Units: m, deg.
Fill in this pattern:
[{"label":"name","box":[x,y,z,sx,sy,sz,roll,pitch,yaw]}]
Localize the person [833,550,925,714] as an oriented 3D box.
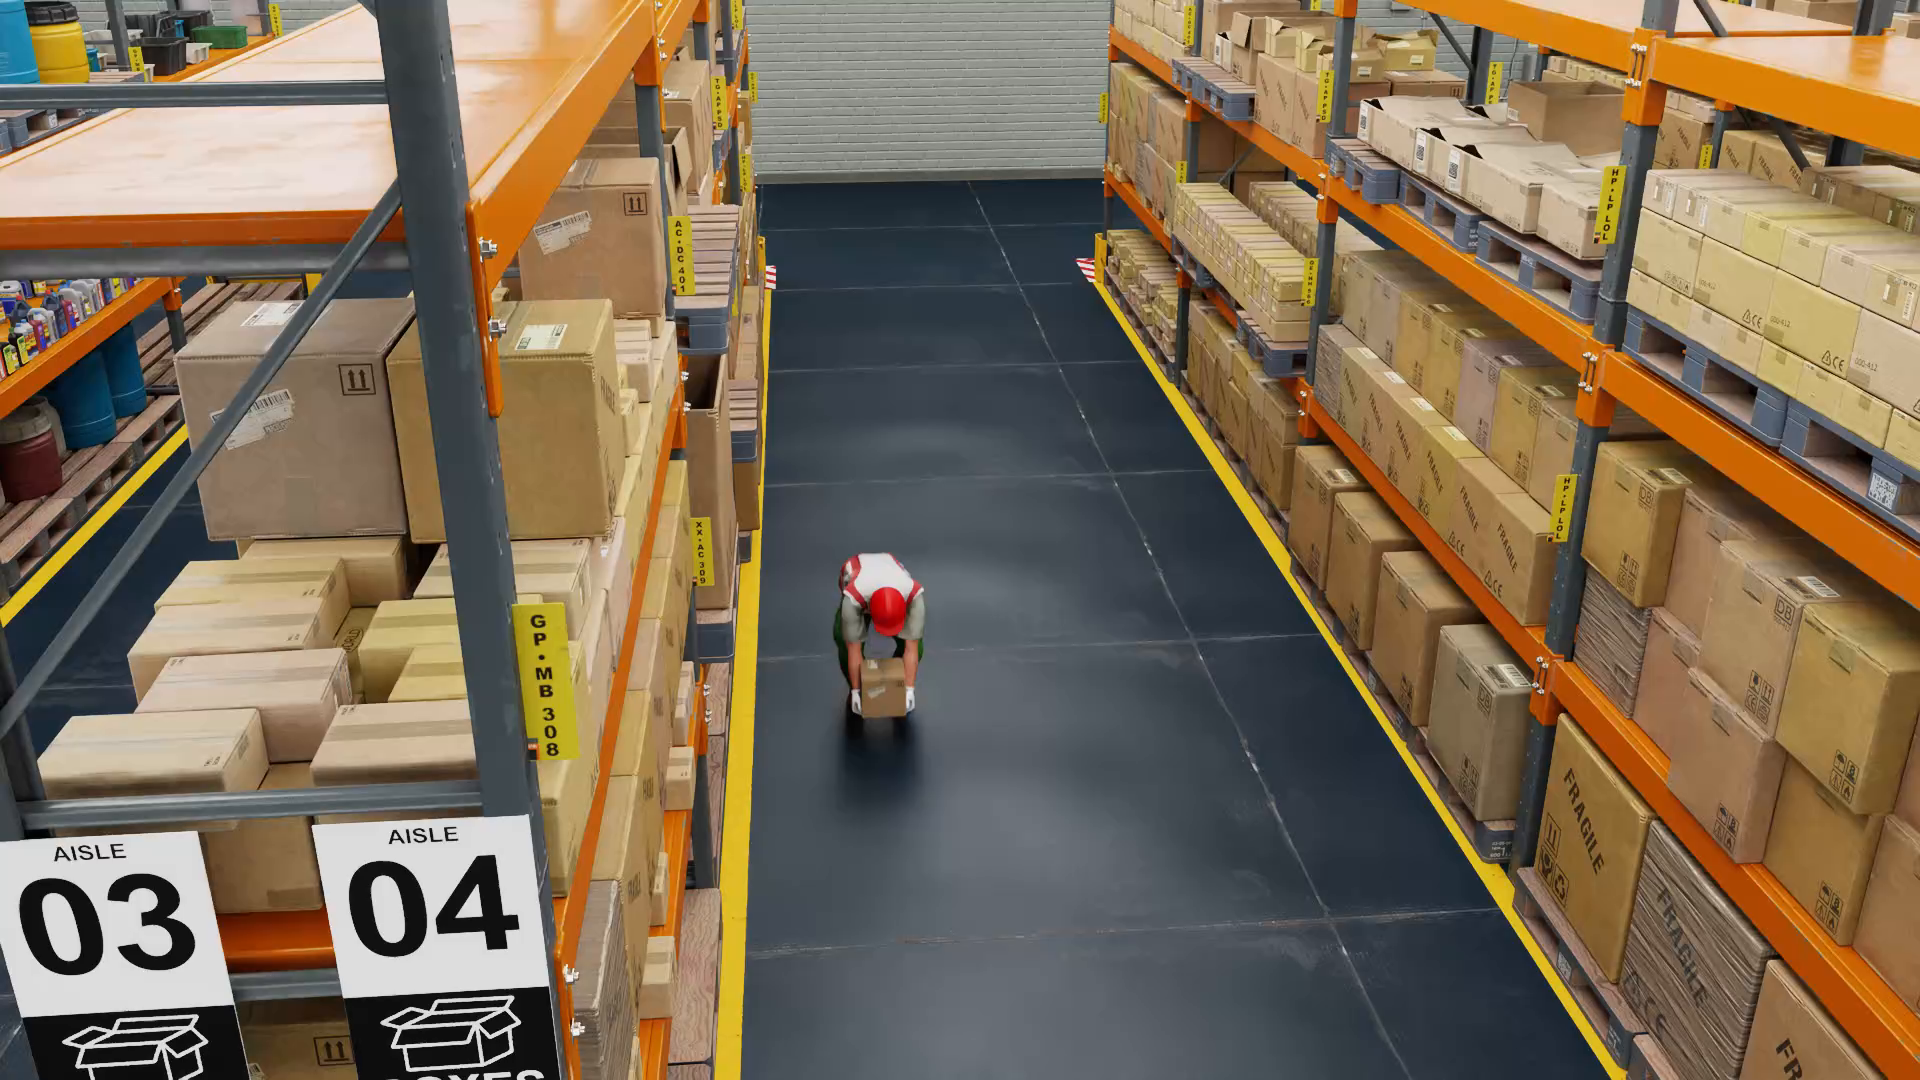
[{"label":"person","box":[-0.466,0.575,9.742,0.535,0.994,0.956,-3,24,-7]}]
